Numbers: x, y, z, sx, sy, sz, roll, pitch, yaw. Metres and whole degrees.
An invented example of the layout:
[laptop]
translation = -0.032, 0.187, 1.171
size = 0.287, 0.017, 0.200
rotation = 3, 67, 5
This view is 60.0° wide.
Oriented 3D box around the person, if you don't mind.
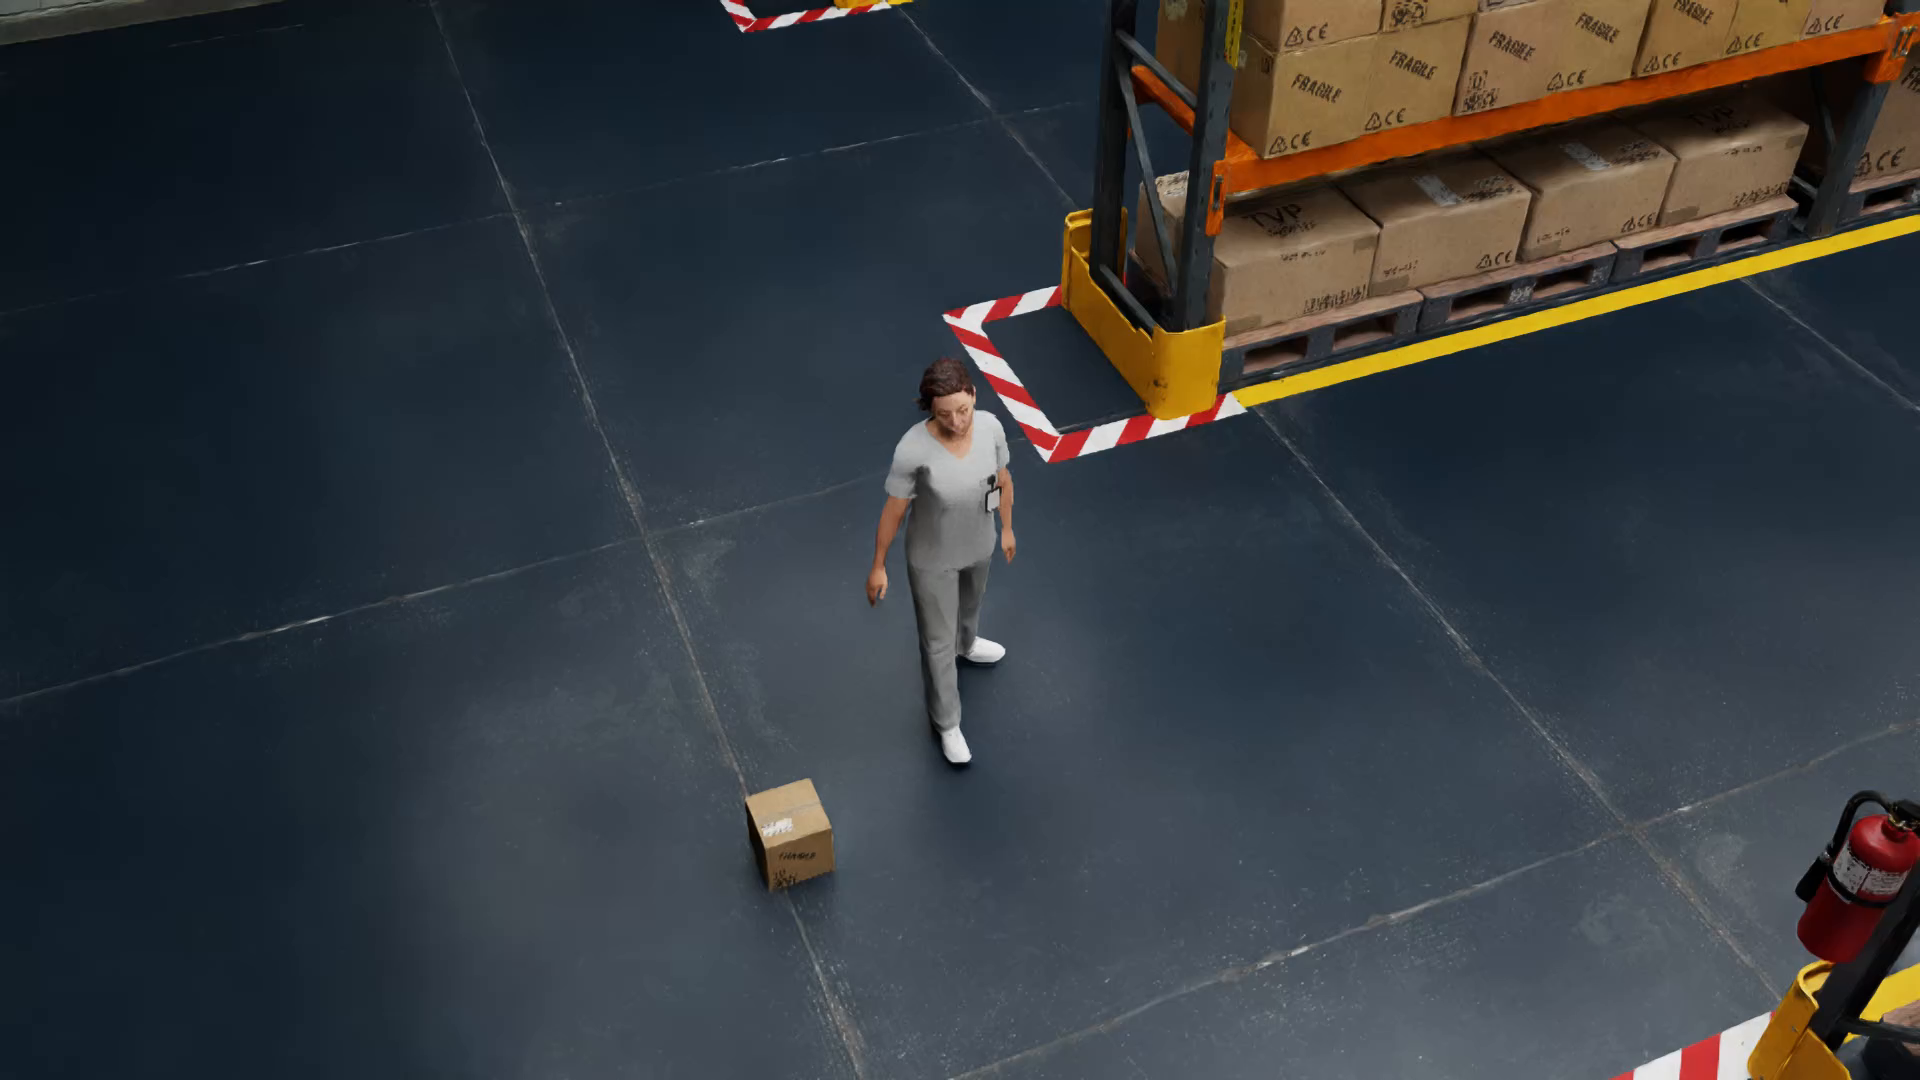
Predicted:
[person]
translation = -0.041, 0.046, 6.102
size = 0.668, 1.666, 0.627
rotation = -23, 47, -23
